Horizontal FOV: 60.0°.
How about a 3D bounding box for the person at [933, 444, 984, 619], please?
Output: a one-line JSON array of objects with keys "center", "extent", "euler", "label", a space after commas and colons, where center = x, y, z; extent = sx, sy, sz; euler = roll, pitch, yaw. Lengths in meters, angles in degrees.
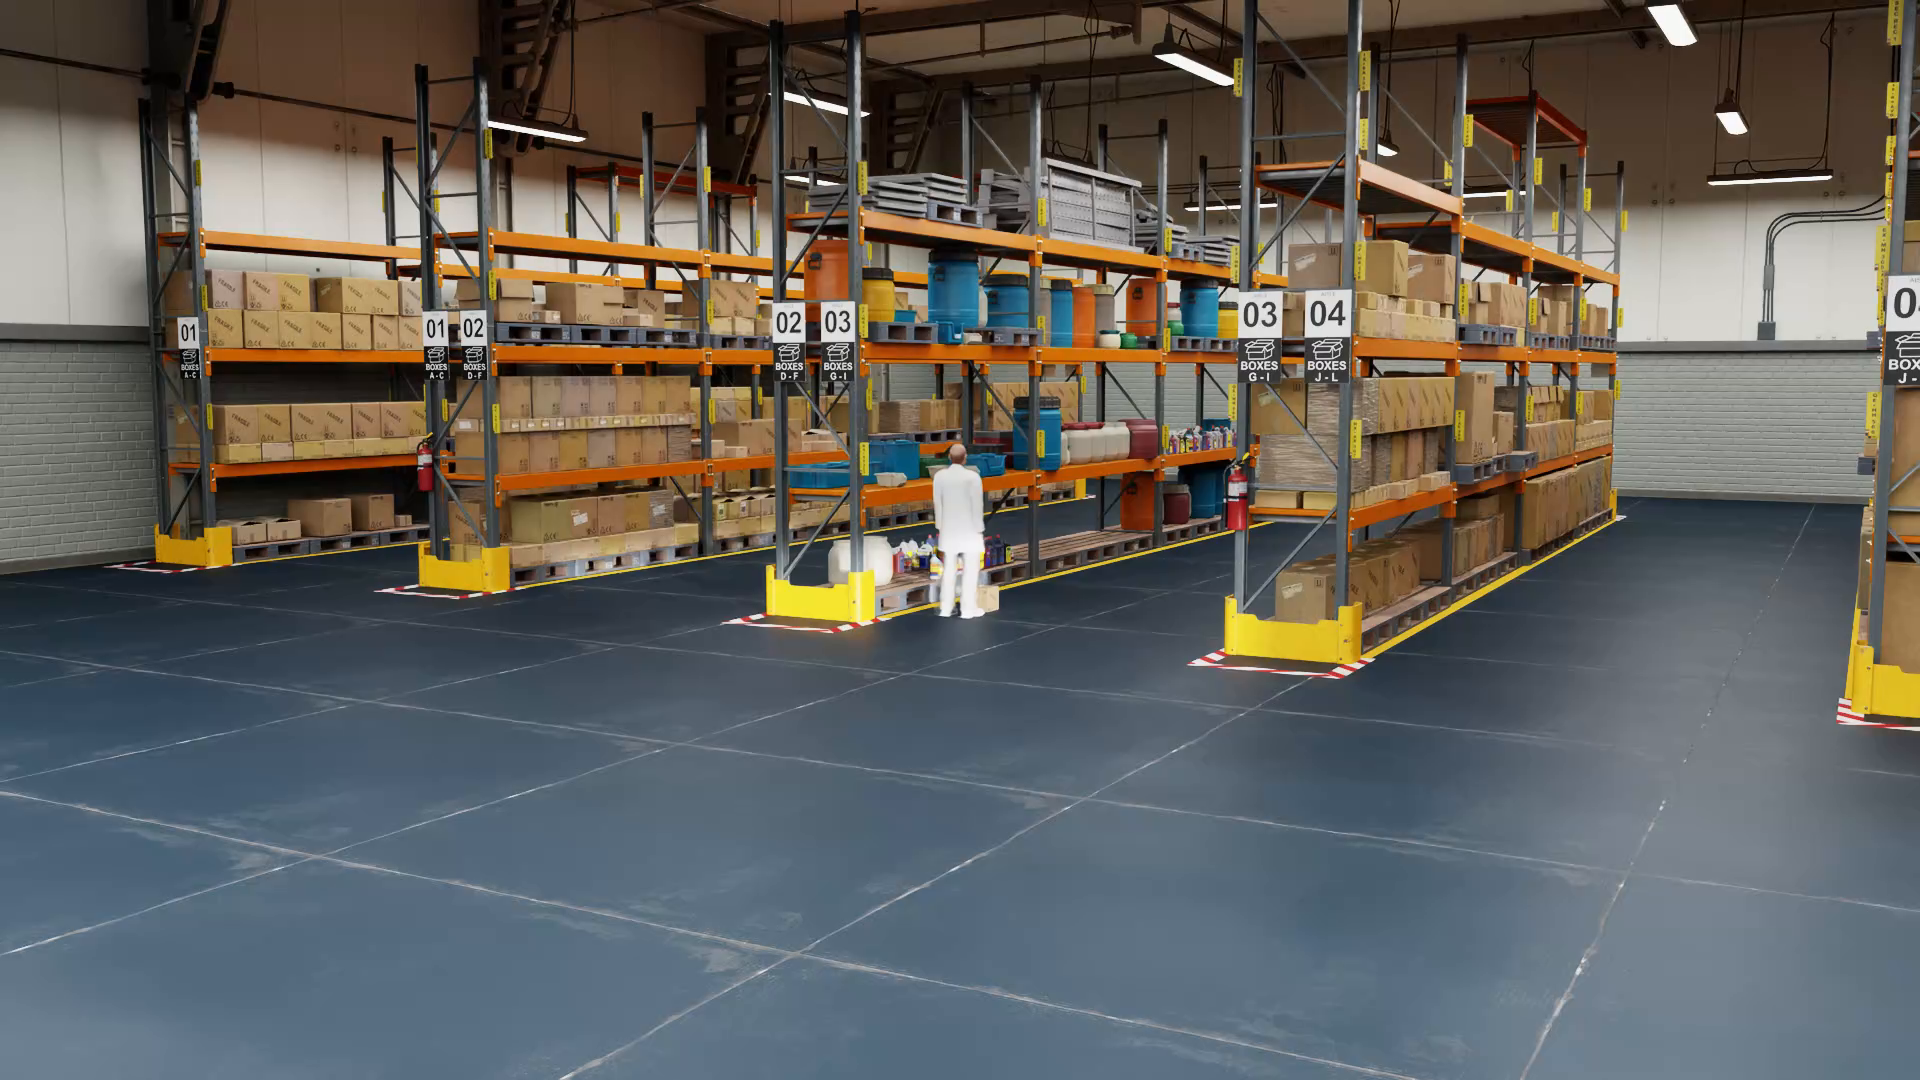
[{"center": [0.000, -0.097, 17.030], "extent": [0.561, 1.779, 0.376], "euler": [3, 7, 28], "label": "person"}]
